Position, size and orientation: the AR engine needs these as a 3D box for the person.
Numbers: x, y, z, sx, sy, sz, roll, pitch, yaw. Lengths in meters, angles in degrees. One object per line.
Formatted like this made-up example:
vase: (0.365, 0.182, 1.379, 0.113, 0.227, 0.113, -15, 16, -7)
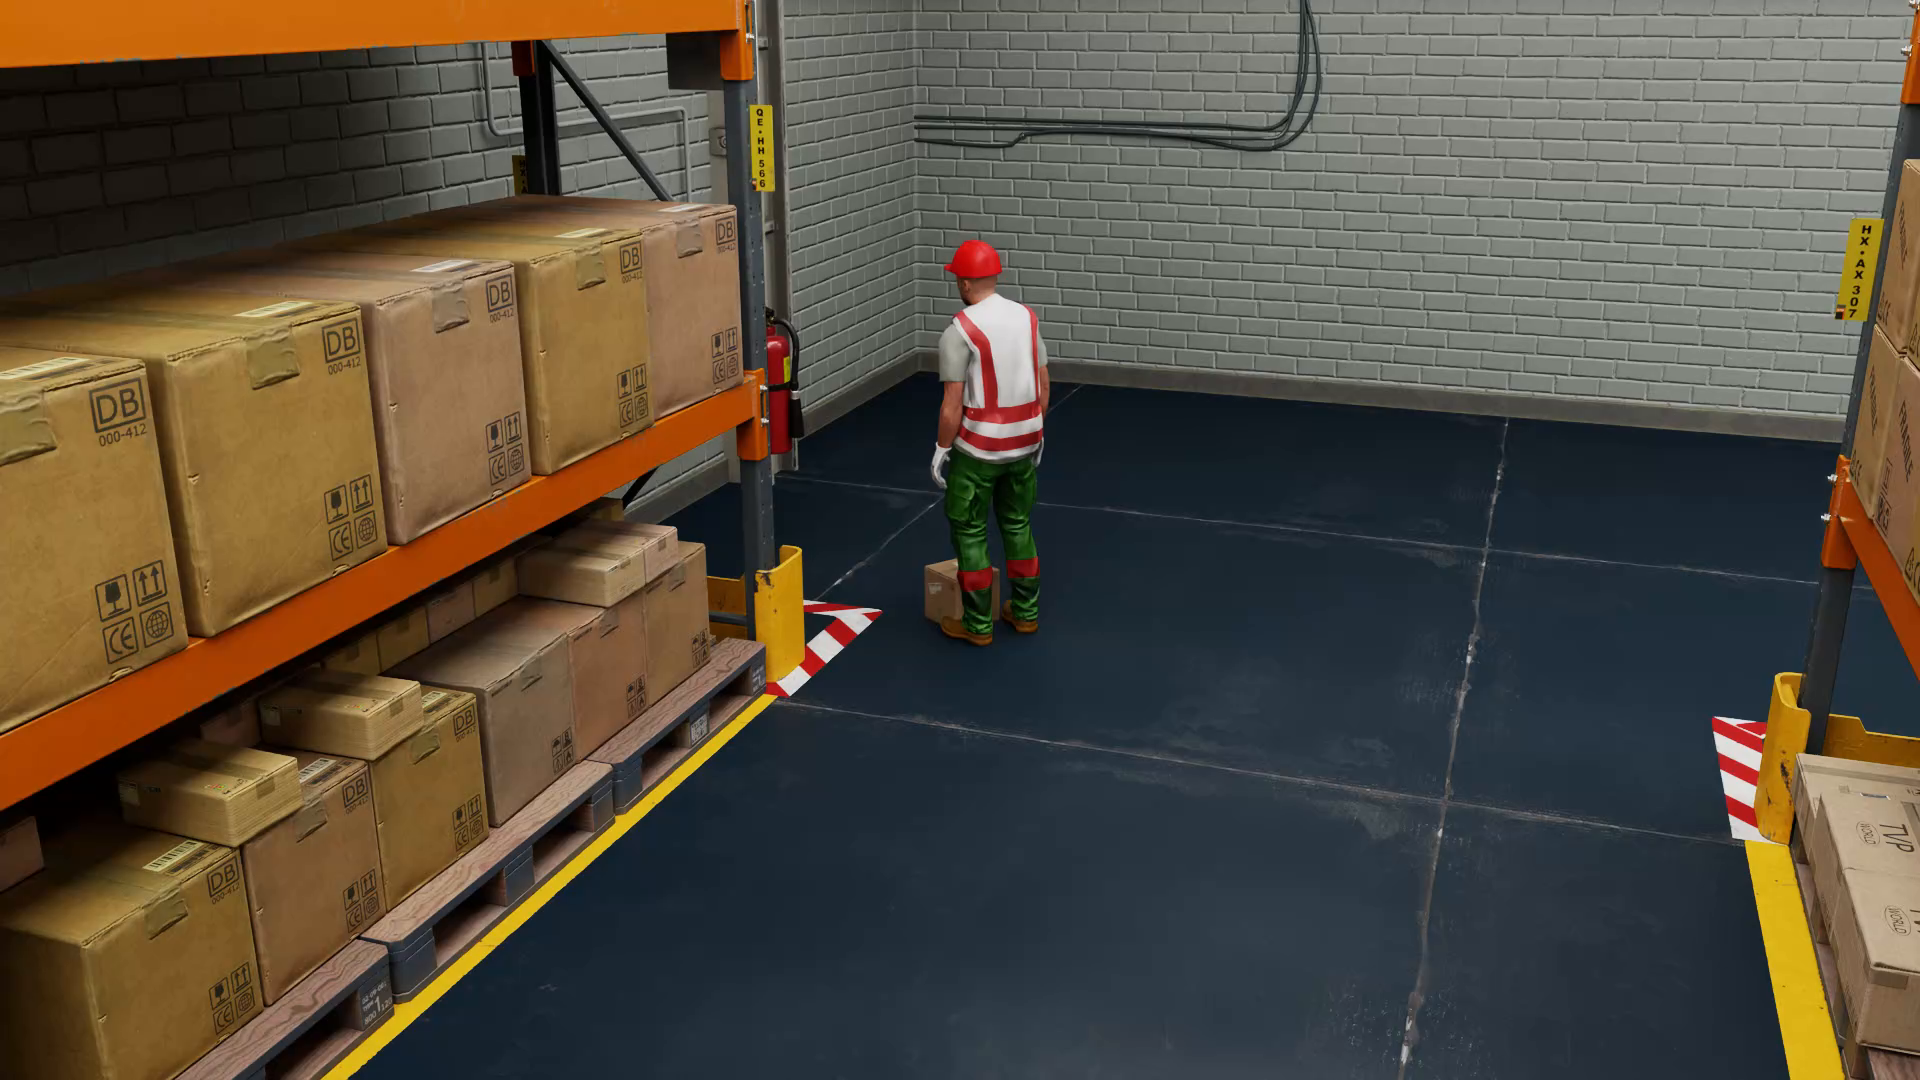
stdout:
person: (0.126, -0.415, 7.283, 0.610, 1.777, 0.451, -13, 22, -34)
